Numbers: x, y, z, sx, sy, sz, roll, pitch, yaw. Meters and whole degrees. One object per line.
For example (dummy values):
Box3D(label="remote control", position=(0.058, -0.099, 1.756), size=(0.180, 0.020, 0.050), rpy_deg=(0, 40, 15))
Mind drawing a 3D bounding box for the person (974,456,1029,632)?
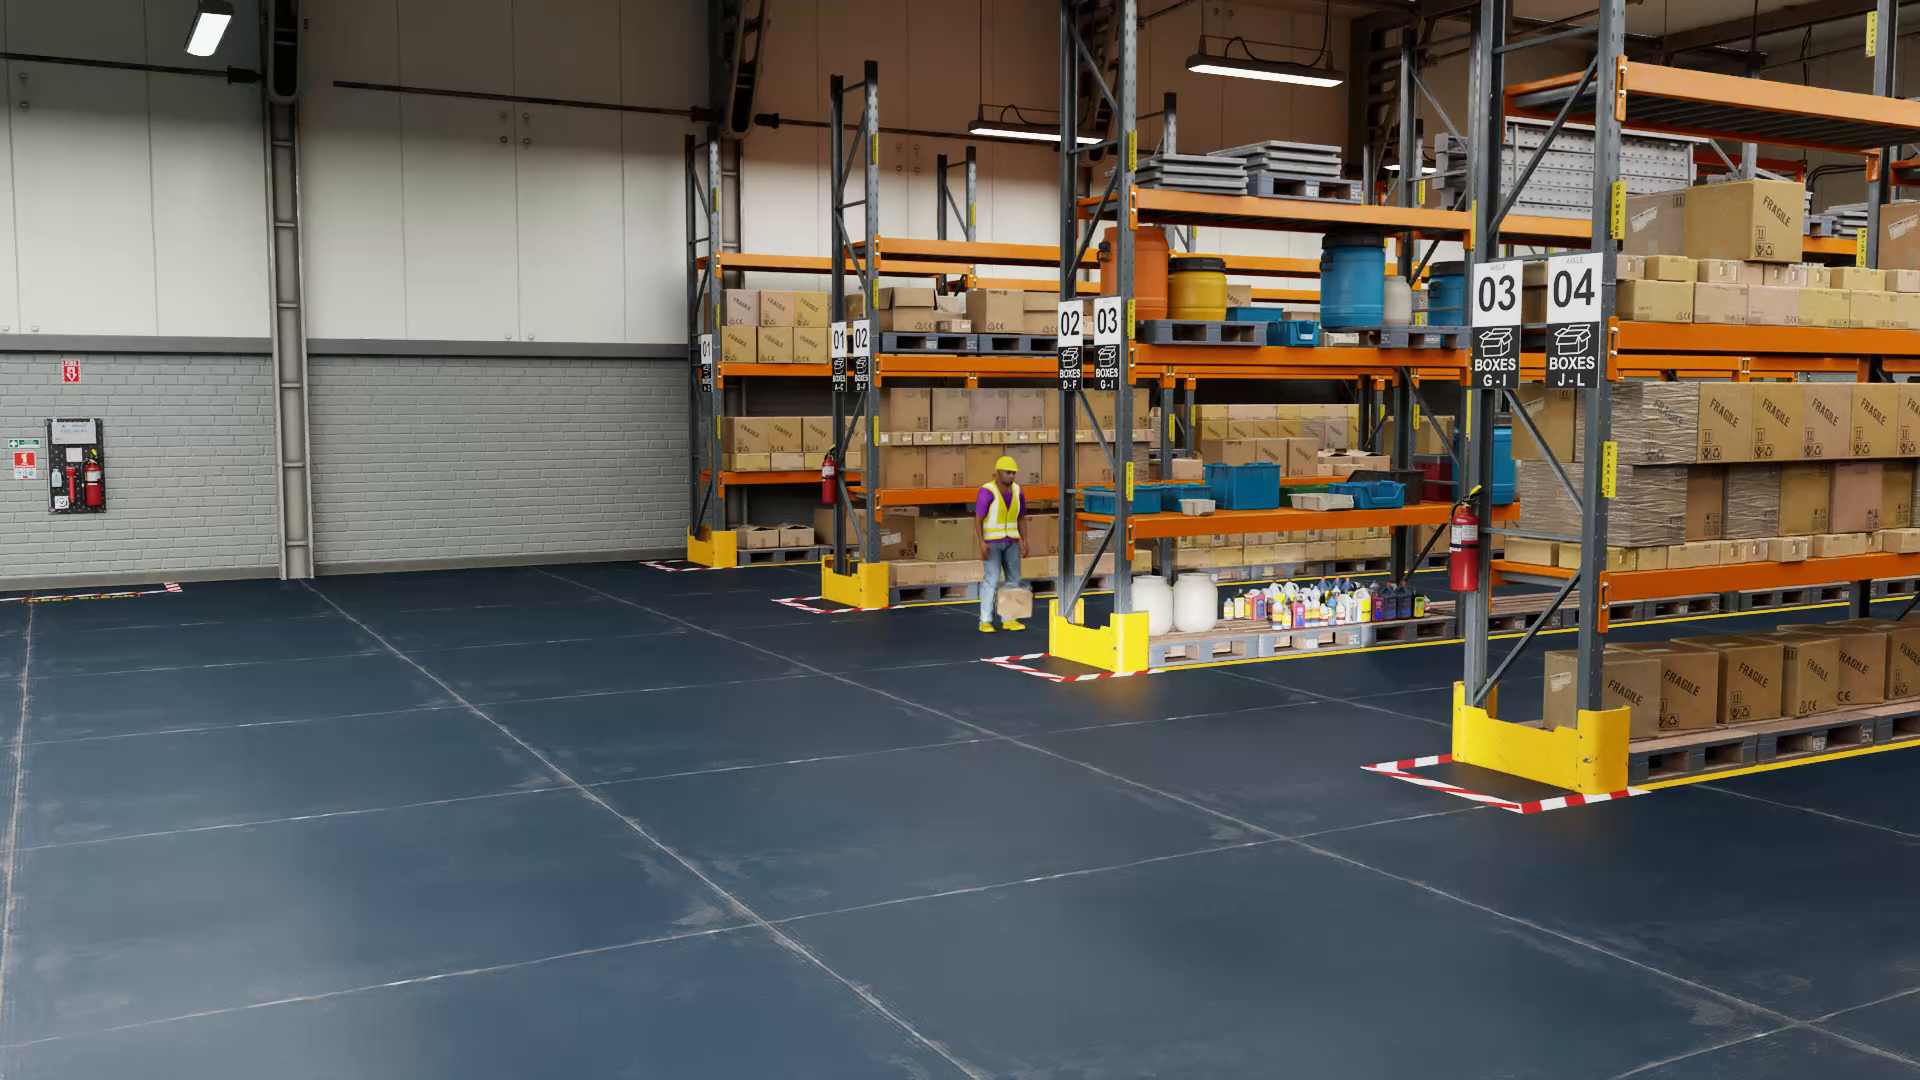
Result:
Box3D(label="person", position=(0.423, 0.034, 16.751), size=(0.601, 1.763, 0.443), rpy_deg=(-3, 6, -30))
